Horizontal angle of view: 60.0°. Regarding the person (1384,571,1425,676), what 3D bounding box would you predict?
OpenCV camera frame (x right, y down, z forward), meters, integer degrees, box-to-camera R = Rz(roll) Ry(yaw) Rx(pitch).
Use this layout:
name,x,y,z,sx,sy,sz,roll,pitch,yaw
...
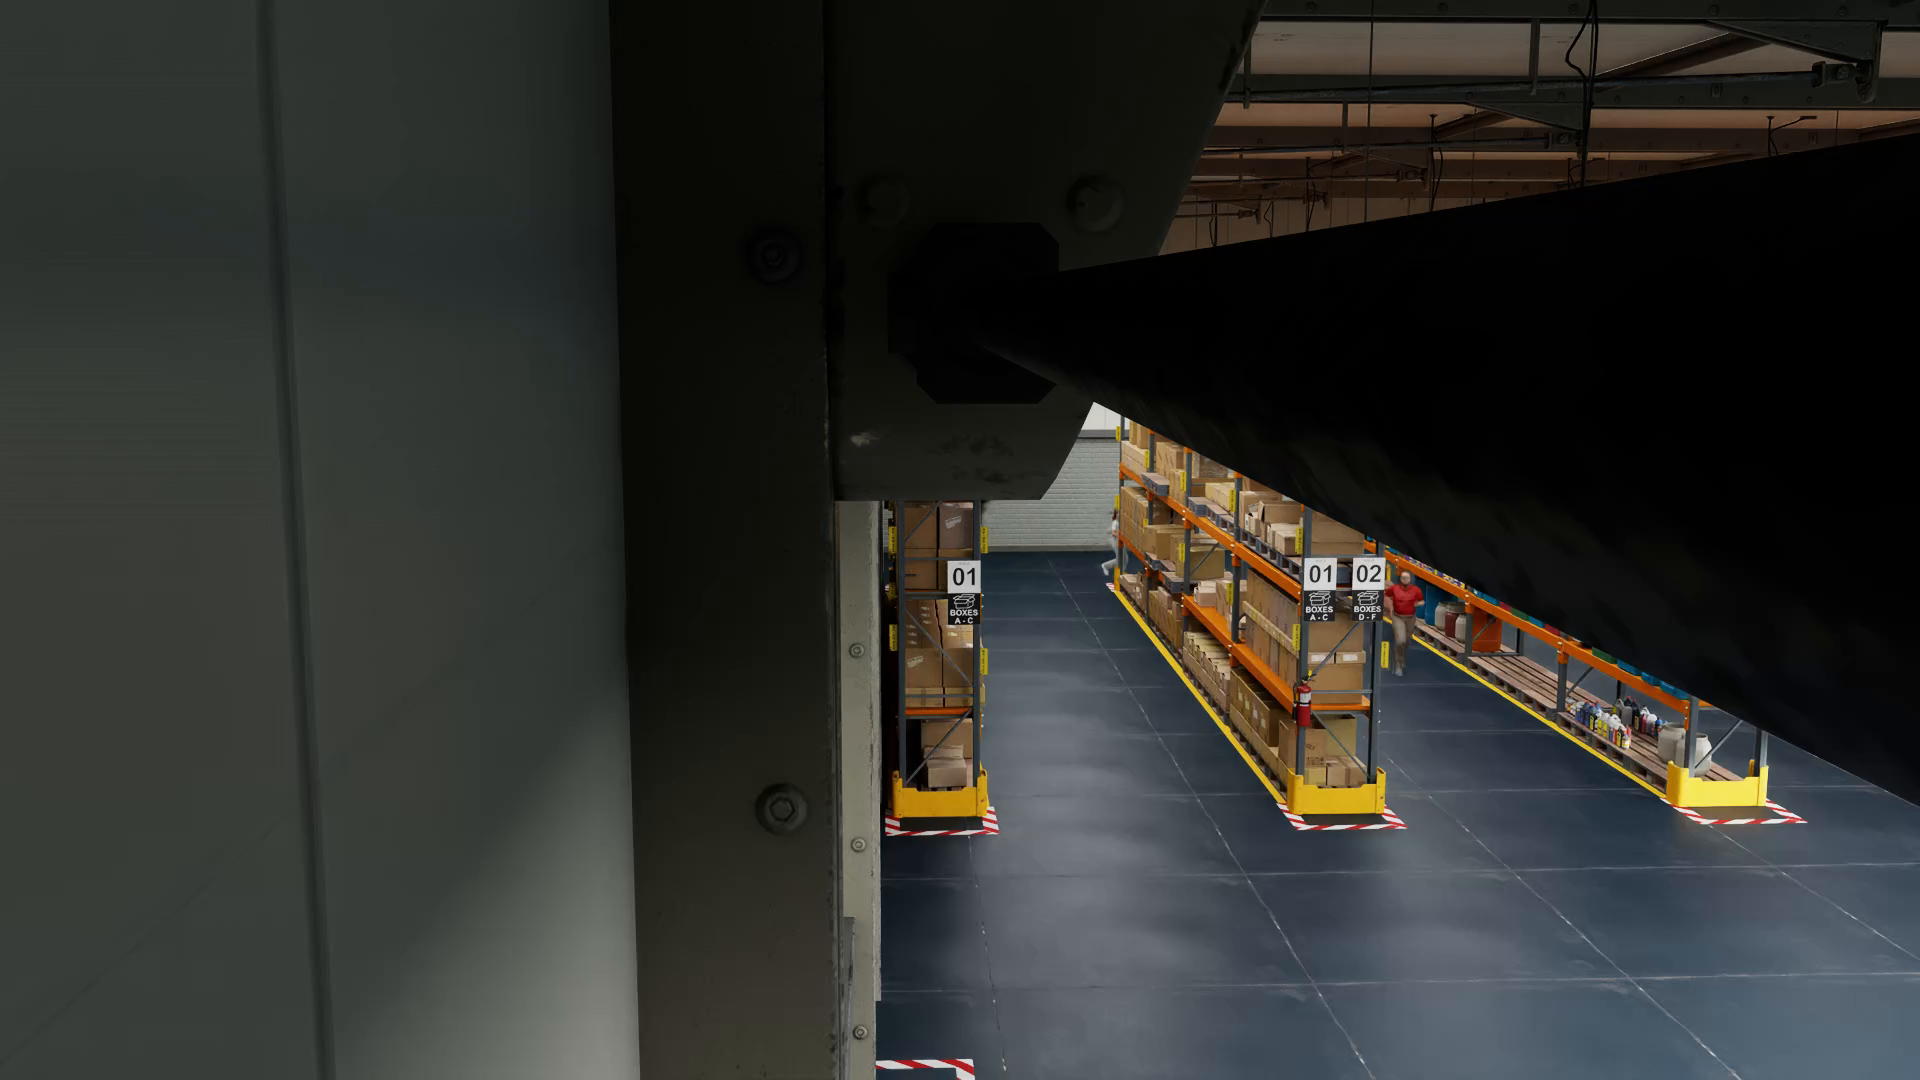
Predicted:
name,x,y,z,sx,sy,sz,roll,pitch,yaw
person,7.601,1.420,28.411,0.627,1.809,0.802,0,8,1

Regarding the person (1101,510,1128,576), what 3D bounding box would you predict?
name,x,y,z,sx,sy,sz,roll,pitch,yaw
person,3.547,0.094,37.762,0.635,1.626,0.557,3,9,19
